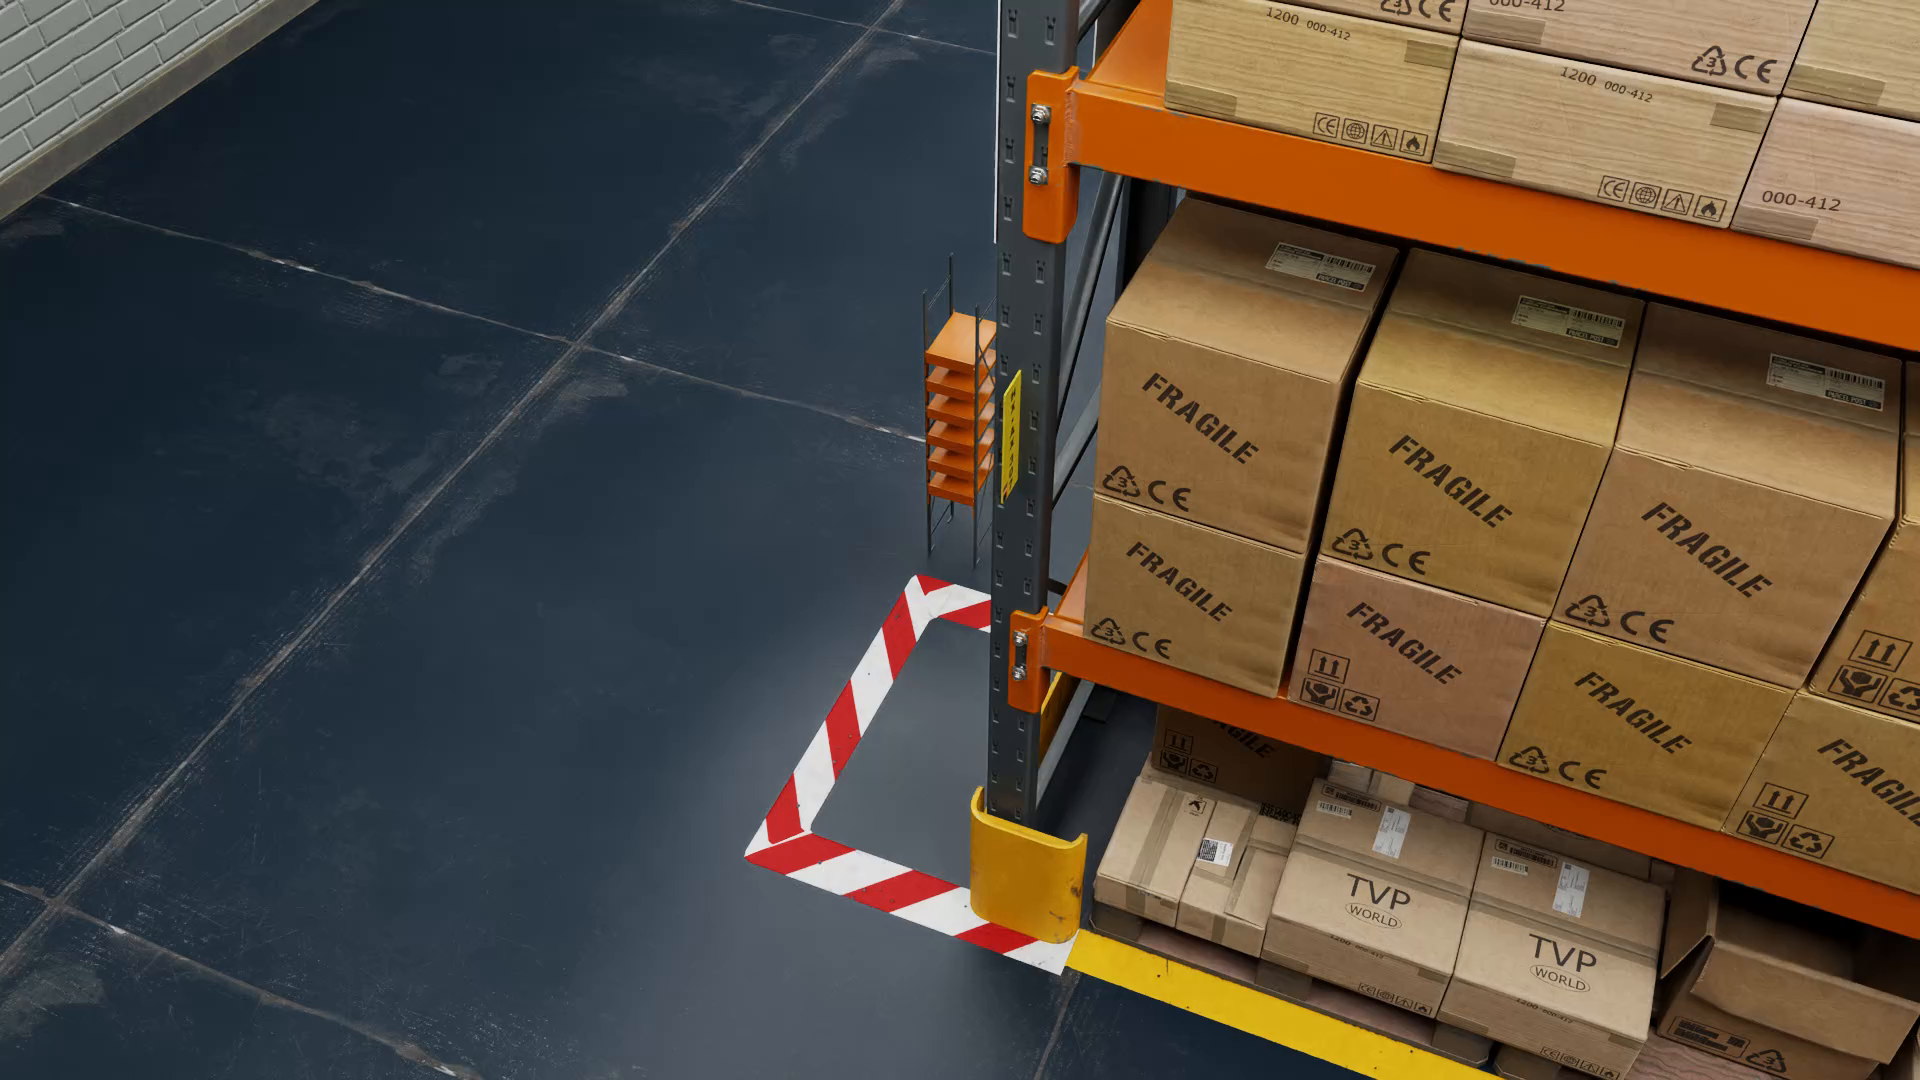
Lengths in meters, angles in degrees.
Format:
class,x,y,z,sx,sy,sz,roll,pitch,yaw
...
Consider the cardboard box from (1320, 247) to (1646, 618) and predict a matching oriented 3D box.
class,x,y,z,sx,sy,sz,roll,pitch,yaw
cardboard box,1.118,-0.237,3.582,0.500,0.500,0.500,17,47,16

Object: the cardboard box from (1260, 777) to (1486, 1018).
class,x,y,z,sx,sy,sz,roll,pitch,yaw
cardboard box,1.179,1.011,4.745,0.500,0.250,0.500,16,47,16

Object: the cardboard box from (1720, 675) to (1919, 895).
class,x,y,z,sx,sy,sz,roll,pitch,yaw
cardboard box,2.034,0.392,3.658,0.500,0.500,0.500,17,47,16

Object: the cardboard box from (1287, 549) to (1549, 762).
class,x,y,z,sx,sy,sz,roll,pitch,yaw
cardboard box,1.111,0.117,3.935,0.500,0.500,0.500,16,47,15

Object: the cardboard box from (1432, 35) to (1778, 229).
class,x,y,z,sx,sy,sz,roll,pitch,yaw
cardboard box,1.157,-0.837,2.944,0.500,0.250,0.500,16,47,16

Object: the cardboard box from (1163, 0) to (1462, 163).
class,x,y,z,sx,sy,sz,roll,pitch,yaw
cardboard box,0.701,-0.981,3.089,0.500,0.250,0.500,16,47,16

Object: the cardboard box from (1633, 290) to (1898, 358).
class,x,y,z,sx,sy,sz,roll,pitch,yaw
cardboard box,1.788,-0.450,3.796,0.500,0.500,0.500,18,47,17

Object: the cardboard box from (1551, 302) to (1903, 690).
class,x,y,z,sx,sy,sz,roll,pitch,yaw
cardboard box,1.578,-0.098,3.442,0.500,0.500,0.500,17,47,16

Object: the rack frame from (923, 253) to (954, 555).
class,x,y,z,sx,sy,sz,roll,pitch,yaw
rack frame,-0.071,-0.446,5.848,0.006,1.200,0.240,16,47,16

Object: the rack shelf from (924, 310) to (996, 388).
class,x,y,z,sx,sy,sz,roll,pitch,yaw
rack shelf,0.013,-0.645,5.600,0.180,0.103,0.258,16,47,16

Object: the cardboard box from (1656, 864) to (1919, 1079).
class,x,y,z,sx,sy,sz,roll,pitch,yaw
cardboard box,2.280,1.032,4.544,0.637,0.503,0.797,16,47,16

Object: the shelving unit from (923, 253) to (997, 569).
class,x,y,z,sx,sy,sz,roll,pitch,yaw
shelving unit,0.013,-0.421,5.823,0.189,1.200,0.258,16,47,16

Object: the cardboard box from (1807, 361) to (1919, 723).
class,x,y,z,sx,sy,sz,roll,pitch,yaw
cardboard box,2.047,0.039,3.304,0.500,0.500,0.500,16,47,15

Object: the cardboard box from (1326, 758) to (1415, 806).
class,x,y,z,sx,sy,sz,roll,pitch,yaw
cardboard box,1.260,0.728,5.088,0.250,0.166,0.380,16,47,16

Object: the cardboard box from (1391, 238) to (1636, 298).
class,x,y,z,sx,sy,sz,roll,pitch,yaw
cardboard box,1.308,-0.588,3.934,0.500,0.500,0.500,18,47,17

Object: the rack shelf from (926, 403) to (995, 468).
class,x,y,z,sx,sy,sz,roll,pitch,yaw
rack shelf,0.013,-0.390,5.854,0.180,0.103,0.258,16,47,16

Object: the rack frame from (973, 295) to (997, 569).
class,x,y,z,sx,sy,sz,roll,pitch,yaw
rack frame,0.098,-0.397,5.798,0.006,1.200,0.240,16,47,16

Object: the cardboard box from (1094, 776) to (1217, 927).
class,x,y,z,sx,sy,sz,roll,pitch,yaw
cardboard box,0.579,0.916,4.912,0.250,0.149,0.380,16,47,16

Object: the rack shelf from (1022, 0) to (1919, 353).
class,x,y,z,sx,sy,sz,roll,pitch,yaw
rack shelf,2.170,-0.541,3.051,4.000,0.370,1.077,16,47,16

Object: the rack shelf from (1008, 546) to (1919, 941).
class,x,y,z,sx,sy,sz,roll,pitch,yaw
rack shelf,2.170,0.522,4.109,4.000,0.370,1.077,16,47,16

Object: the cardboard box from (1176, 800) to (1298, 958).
class,x,y,z,sx,sy,sz,roll,pitch,yaw
cardboard box,0.809,0.977,4.838,0.250,0.166,0.380,16,47,16

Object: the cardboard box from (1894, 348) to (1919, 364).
class,x,y,z,sx,sy,sz,roll,pitch,yaw
cardboard box,2.262,-0.310,3.655,0.500,0.500,0.500,18,48,17

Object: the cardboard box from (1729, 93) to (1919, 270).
class,x,y,z,sx,sy,sz,roll,pitch,yaw
cardboard box,1.619,-0.703,2.809,0.500,0.250,0.500,16,47,16

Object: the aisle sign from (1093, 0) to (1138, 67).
class,x,y,z,sx,sy,sz,roll,pitch,yaw
aisle sign,0.380,-1.416,3.703,0.004,0.787,0.394,16,47,16

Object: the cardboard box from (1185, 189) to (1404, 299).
class,x,y,z,sx,sy,sz,roll,pitch,yaw
cardboard box,0.841,-0.724,4.071,0.500,0.500,0.500,16,47,15

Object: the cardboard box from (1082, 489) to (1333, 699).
class,x,y,z,sx,sy,sz,roll,pitch,yaw
cardboard box,0.633,-0.020,4.072,0.500,0.500,0.500,17,47,17

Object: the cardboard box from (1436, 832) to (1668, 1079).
class,x,y,z,sx,sy,sz,roll,pitch,yaw
cardboard box,1.640,1.146,4.609,0.500,0.250,0.500,16,47,16

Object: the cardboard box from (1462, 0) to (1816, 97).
class,x,y,z,sx,sy,sz,roll,pitch,yaw
cardboard box,1.157,-1.014,2.768,0.500,0.250,0.500,16,47,16

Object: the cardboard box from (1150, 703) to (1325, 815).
class,x,y,z,sx,sy,sz,roll,pitch,yaw
cardboard box,0.921,0.441,5.140,0.500,0.500,0.500,16,47,16

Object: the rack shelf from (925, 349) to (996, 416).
class,x,y,z,sx,sy,sz,roll,pitch,yaw
rack shelf,0.013,-0.560,5.685,0.180,0.103,0.258,16,47,16

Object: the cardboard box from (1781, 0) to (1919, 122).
class,x,y,z,sx,sy,sz,roll,pitch,yaw
cardboard box,1.621,-0.883,2.636,0.500,0.250,0.500,16,47,16

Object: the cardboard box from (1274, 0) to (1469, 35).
class,x,y,z,sx,sy,sz,roll,pitch,yaw
cardboard box,0.698,-1.155,2.909,0.500,0.250,0.500,16,47,16

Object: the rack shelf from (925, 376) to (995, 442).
class,x,y,z,sx,sy,sz,roll,pitch,yaw
rack shelf,0.013,-0.475,5.770,0.180,0.103,0.258,16,47,16

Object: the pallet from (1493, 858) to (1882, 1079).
class,x,y,z,sx,sy,sz,roll,pitch,yaw
pallet,2.253,1.281,4.813,1.213,0.211,1.003,16,47,16

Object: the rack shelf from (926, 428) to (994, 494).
class,x,y,z,sx,sy,sz,roll,pitch,yaw
rack shelf,0.013,-0.305,5.939,0.180,0.103,0.258,16,47,16

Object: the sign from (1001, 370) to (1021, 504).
class,x,y,z,sx,sy,sz,roll,pitch,yaw
sign,0.116,-0.230,3.741,0.005,0.325,0.100,16,47,16

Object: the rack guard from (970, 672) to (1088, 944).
class,x,y,z,sx,sy,sz,roll,pitch,yaw
rack guard,0.395,0.631,5.262,0.348,0.500,1.175,16,47,16

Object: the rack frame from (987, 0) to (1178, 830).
class,x,y,z,sx,sy,sz,roll,pitch,yaw
rack frame,0.325,-0.276,4.401,0.127,3.000,1.000,16,47,16

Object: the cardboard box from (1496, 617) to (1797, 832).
class,x,y,z,sx,sy,sz,roll,pitch,yaw
cardboard box,1.573,0.255,3.796,0.500,0.500,0.500,16,47,16

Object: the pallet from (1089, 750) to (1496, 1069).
class,x,y,z,sx,sy,sz,roll,pitch,yaw
pallet,1.131,0.949,5.147,1.213,0.211,1.003,16,47,16

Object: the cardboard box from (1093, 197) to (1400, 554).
class,x,y,z,sx,sy,sz,roll,pitch,yaw
cardboard box,0.633,-0.374,3.719,0.500,0.500,0.500,18,48,17

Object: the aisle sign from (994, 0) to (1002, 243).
class,x,y,z,sx,sy,sz,roll,pitch,yaw
aisle sign,0.149,-1.025,3.311,0.004,0.787,0.394,16,47,16

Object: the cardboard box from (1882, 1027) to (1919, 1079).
class,x,y,z,sx,sy,sz,roll,pitch,yaw
cardboard box,2.689,1.433,4.277,0.500,0.311,0.500,16,47,16

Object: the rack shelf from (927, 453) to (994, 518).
class,x,y,z,sx,sy,sz,roll,pitch,yaw
rack shelf,0.013,-0.220,6.023,0.180,0.103,0.258,16,47,16

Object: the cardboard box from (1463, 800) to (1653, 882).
class,x,y,z,sx,sy,sz,roll,pitch,yaw
cardboard box,1.786,0.807,4.949,0.500,0.250,0.500,16,47,16
